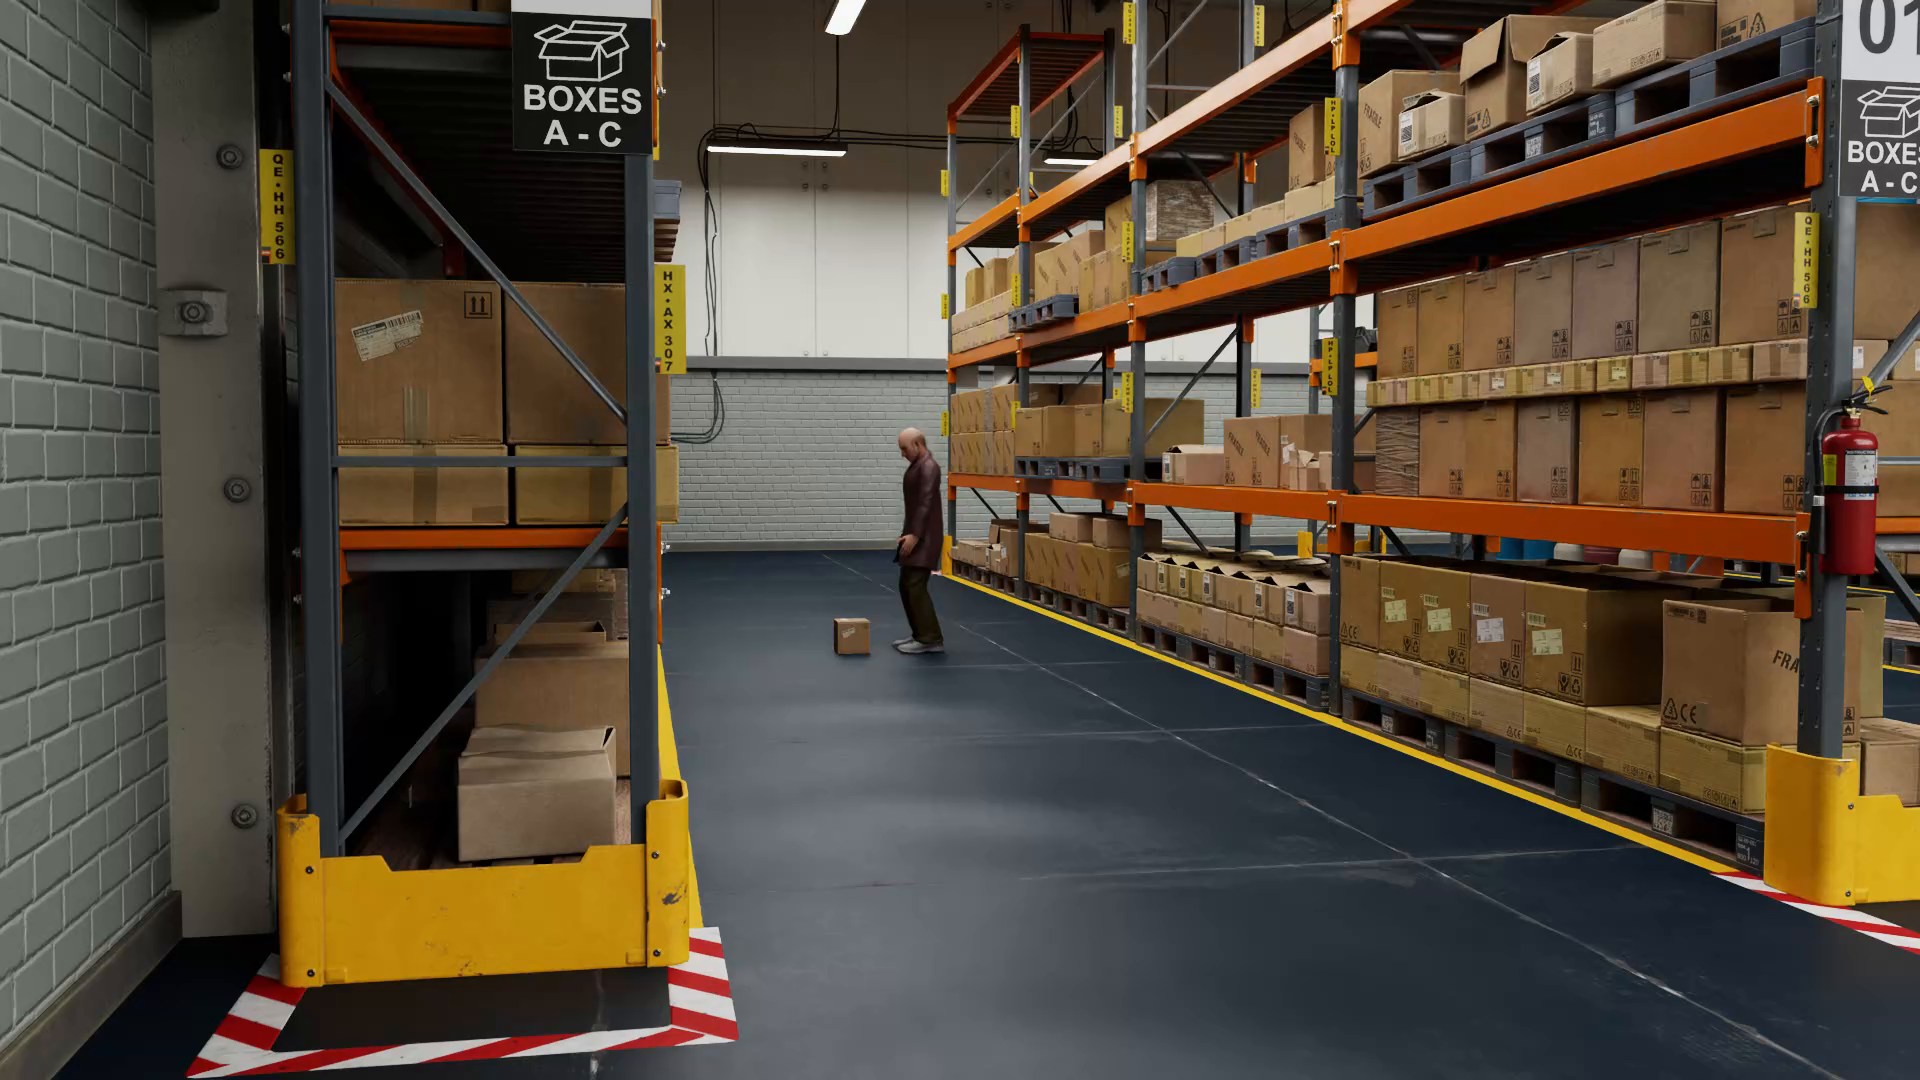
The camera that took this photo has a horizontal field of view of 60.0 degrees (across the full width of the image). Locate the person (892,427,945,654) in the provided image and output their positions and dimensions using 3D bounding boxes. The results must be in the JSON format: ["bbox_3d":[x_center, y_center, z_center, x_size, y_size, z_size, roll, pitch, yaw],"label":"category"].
[{"bbox_3d":[-0.325,0.004,12.958,0.390,1.745,0.579,-1,3,-10],"label":"person"}]
